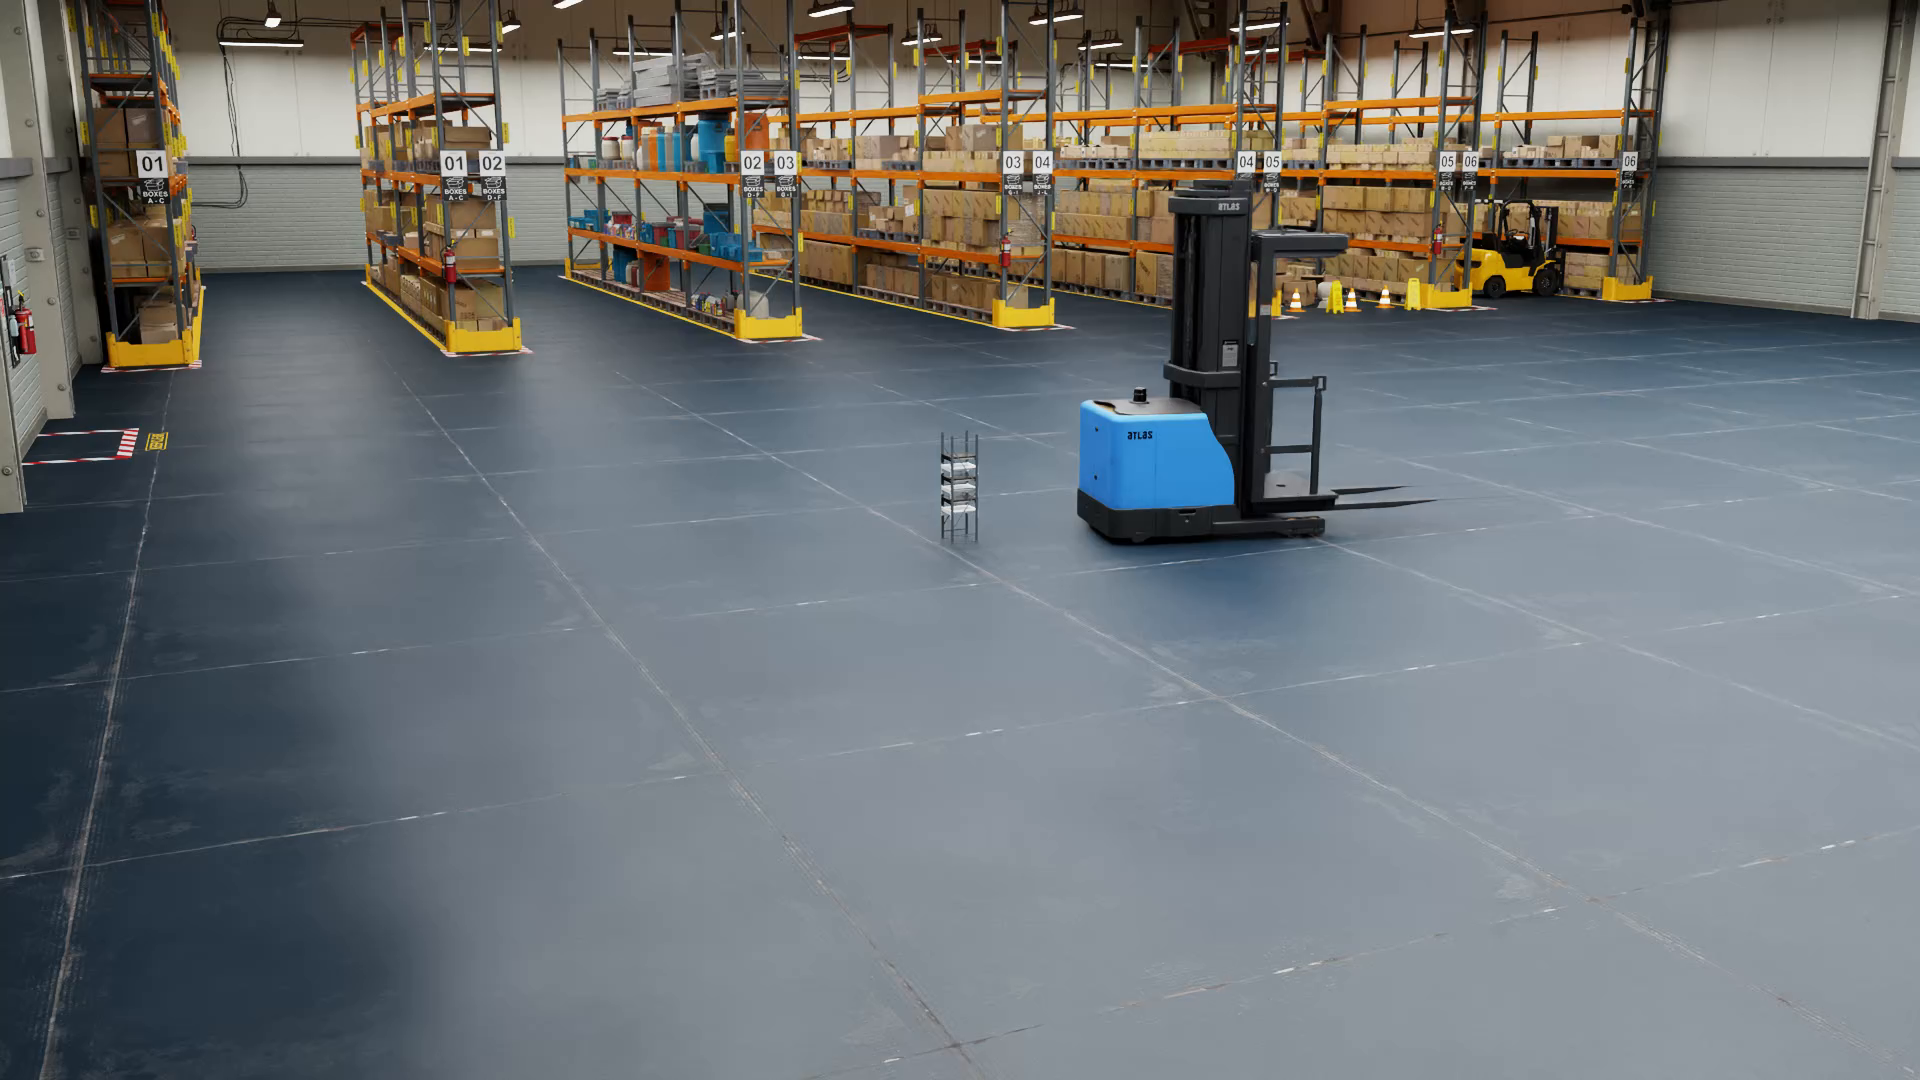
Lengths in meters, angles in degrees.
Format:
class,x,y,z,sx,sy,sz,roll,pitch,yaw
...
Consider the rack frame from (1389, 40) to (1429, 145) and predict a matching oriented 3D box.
class,x,y,z,sx,sy,sz,roll,pitch,yaw
rack frame,11.649,-11.415,43.234,1.000,3.000,0.127,-6,14,-23

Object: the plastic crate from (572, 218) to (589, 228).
class,x,y,z,sx,sy,sz,roll,pitch,yaw
plastic crate,-9.660,-8.084,42.386,0.416,0.233,0.300,-6,14,-23

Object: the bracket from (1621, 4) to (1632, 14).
class,x,y,z,sx,sy,sz,roll,pitch,yaw
bracket,14.909,-11.795,36.892,0.235,0.232,0.430,-6,14,-23

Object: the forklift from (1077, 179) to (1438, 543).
class,x,y,z,sx,sy,sz,roll,pitch,yaw
forklift,2.594,-1.556,14.094,3.031,2.935,1.130,-3,13,-13

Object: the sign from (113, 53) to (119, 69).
class,x,y,z,sx,sy,sz,roll,pitch,yaw
sign,-17.714,-10.042,34.880,0.100,0.325,0.005,-6,14,-23

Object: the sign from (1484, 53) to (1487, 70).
class,x,y,z,sx,sy,sz,roll,pitch,yaw
sign,10.804,-9.856,34.249,0.100,0.325,0.005,-6,14,-23

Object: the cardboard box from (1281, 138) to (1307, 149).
class,x,y,z,sx,sy,sz,roll,pitch,yaw
cardboard box,7.926,-9.370,39.344,0.500,0.250,0.500,-5,14,-22

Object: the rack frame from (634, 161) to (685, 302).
class,x,y,z,sx,sy,sz,roll,pitch,yaw
rack frame,-6.516,-6.701,36.169,1.000,3.000,0.127,-6,14,-23

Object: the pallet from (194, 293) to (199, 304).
class,x,y,z,sx,sy,sz,roll,pitch,yaw
pallet,-16.818,-5.121,35.529,1.003,0.211,1.213,-6,14,-23

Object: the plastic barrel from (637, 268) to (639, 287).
class,x,y,z,sx,sy,sz,roll,pitch,yaw
plastic barrel,-7.036,-5.901,37.302,0.421,0.512,0.421,0,13,0

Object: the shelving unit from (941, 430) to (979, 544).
class,x,y,z,sx,sy,sz,roll,pitch,yaw
shelving unit,-0.003,-0.440,13.776,0.258,0.900,0.210,-6,14,-23

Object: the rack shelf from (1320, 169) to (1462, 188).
class,x,y,z,sx,sy,sz,roll,pitch,yaw
rack shelf,9.506,-7.914,36.357,1.077,0.370,4.000,-6,14,-23

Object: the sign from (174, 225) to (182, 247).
class,x,y,z,sx,sy,sz,roll,pitch,yaw
sign,-11.892,-4.624,25.276,0.100,0.325,0.005,-6,14,-23

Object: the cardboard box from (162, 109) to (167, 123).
class,x,y,z,sx,sy,sz,roll,pitch,yaw
cardboard box,-12.476,-6.370,25.603,0.500,0.500,0.500,-6,14,-24

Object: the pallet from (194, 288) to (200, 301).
class,x,y,z,sx,sy,sz,roll,pitch,yaw
pallet,-17.429,-5.438,36.898,1.003,0.211,1.213,-6,14,-23

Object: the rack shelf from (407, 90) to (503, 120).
class,x,y,z,sx,sy,sz,roll,pitch,yaw
rack shelf,-8.653,-7.392,28.333,1.077,0.370,4.000,-6,14,-23

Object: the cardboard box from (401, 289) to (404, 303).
class,x,y,z,sx,sy,sz,roll,pitch,yaw
cardboard box,-11.116,-4.984,33.920,0.500,0.250,0.500,-6,14,-23

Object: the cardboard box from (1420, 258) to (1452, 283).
class,x,y,z,sx,sy,sz,roll,pitch,yaw
cardboard box,10.227,-5.817,35.856,0.500,0.500,0.500,-6,14,-25

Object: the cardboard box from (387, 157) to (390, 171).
class,x,y,z,sx,sy,sz,roll,pitch,yaw
cardboard box,-11.466,-7.957,34.722,0.910,0.500,0.500,-6,14,-23

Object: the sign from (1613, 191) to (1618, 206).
class,x,y,z,sx,sy,sz,roll,pitch,yaw
sign,14.350,-7.473,36.412,0.100,0.325,0.005,-6,14,-23

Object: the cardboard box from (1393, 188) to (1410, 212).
class,x,y,z,sx,sy,sz,roll,pitch,yaw
cardboard box,9.706,-7.262,35.496,0.700,0.500,0.500,-5,14,-22

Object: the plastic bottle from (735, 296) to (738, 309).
class,x,y,z,sx,sy,sz,roll,pitch,yaw
plastic bottle,-4.269,-4.537,31.870,0.061,0.283,0.133,-6,14,-23

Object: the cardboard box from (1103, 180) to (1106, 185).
class,x,y,z,sx,sy,sz,roll,pitch,yaw
cardboard box,4.292,-10.180,47.325,0.380,0.149,0.250,-5,14,-22

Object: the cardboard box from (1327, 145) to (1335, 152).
class,x,y,z,sx,sy,sz,roll,pitch,yaw
cardboard box,8.531,-8.850,37.591,0.380,0.149,0.250,-6,14,-24

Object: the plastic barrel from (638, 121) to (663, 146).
class,x,y,z,sx,sy,sz,roll,pitch,yaw
plastic barrel,-6.741,-8.693,36.243,0.600,0.830,0.708,-6,14,-23

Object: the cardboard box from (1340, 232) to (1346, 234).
class,x,y,z,sx,sy,sz,roll,pitch,yaw
cardboard box,8.820,-6.901,37.591,0.380,0.149,0.250,-6,14,-23

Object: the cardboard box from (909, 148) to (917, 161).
class,x,y,z,sx,sy,sz,roll,pitch,yaw
cardboard box,-0.844,-8.107,34.961,0.396,0.266,0.258,-5,14,-21

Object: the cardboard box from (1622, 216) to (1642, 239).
class,x,y,z,sx,sy,sz,roll,pitch,yaw
cardboard box,14.909,-7.016,37.308,0.500,0.500,0.500,-5,14,-21

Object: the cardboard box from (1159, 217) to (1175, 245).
class,x,y,z,sx,sy,sz,roll,pitch,yaw
cardboard box,4.718,-6.513,35.025,0.875,0.550,0.550,-6,14,-23

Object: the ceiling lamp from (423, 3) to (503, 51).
class,x,y,z,sx,sy,sz,roll,pitch,yaw
ceiling lamp,-13.042,-14.453,43.415,2.000,3.185,0.800,-6,14,-23

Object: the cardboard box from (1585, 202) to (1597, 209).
class,x,y,z,sx,sy,sz,roll,pitch,yaw
cardboard box,14.260,-7.504,37.320,0.380,0.149,0.250,-5,14,-22

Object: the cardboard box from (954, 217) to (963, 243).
class,x,y,z,sx,sy,sz,roll,pitch,yaw
cardboard box,0.371,-6.109,32.732,0.875,0.500,0.500,-6,14,-23

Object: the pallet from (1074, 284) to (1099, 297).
class,x,y,z,sx,sy,sz,roll,pitch,yaw
pallet,3.339,-5.795,38.442,1.003,0.211,1.213,-6,14,-23

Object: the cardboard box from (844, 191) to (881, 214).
class,x,y,z,sx,sy,sz,roll,pitch,yaw
cardboard box,-2.256,-7.838,38.637,0.797,0.503,0.637,-5,14,-21

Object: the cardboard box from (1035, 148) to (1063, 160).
class,x,y,z,sx,sy,sz,roll,pitch,yaw
cardboard box,2.145,-9.180,40.009,0.500,0.500,0.500,-6,14,-23

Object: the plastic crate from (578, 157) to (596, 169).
class,x,y,z,sx,sy,sz,roll,pitch,yaw
plastic crate,-9.116,-9.271,40.887,0.437,0.282,0.530,-6,14,-23

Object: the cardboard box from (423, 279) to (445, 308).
class,x,y,z,sx,sy,sz,roll,pitch,yaw
cardboard box,-9.348,-4.431,29.868,0.500,0.500,0.500,-6,14,-23

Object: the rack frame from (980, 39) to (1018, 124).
class,x,y,z,sx,sy,sz,roll,pitch,yaw
rack frame,1.005,-11.324,42.842,1.000,3.000,0.127,-6,14,-23

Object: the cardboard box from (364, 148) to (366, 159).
class,x,y,z,sx,sy,sz,roll,pitch,yaw
cardboard box,-13.894,-9.202,39.550,0.500,0.250,0.500,-6,14,-23

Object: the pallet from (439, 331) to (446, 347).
class,x,y,z,sx,sy,sz,roll,pitch,yaw
pallet,-8.197,-3.397,28.079,1.003,0.211,1.213,-6,14,-23

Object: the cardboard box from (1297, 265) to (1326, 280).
class,x,y,z,sx,sy,sz,roll,pitch,yaw
cardboard box,8.492,-6.249,39.115,0.950,0.372,0.625,-5,14,-22

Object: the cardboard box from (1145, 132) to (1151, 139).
class,x,y,z,sx,sy,sz,roll,pitch,yaw
cardboard box,4.147,-8.571,35.234,0.380,0.149,0.250,-6,14,-23

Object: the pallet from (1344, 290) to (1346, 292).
class,x,y,z,sx,sy,sz,roll,pitch,yaw
pallet,8.391,-6.019,39.408,1.003,0.211,1.213,-6,14,-23

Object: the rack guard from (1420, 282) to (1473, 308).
class,x,y,z,sx,sy,sz,roll,pitch,yaw
rack guard,10.276,-5.188,35.178,1.175,0.500,0.348,-6,14,-23

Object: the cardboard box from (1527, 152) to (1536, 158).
class,x,y,z,sx,sy,sz,roll,pitch,yaw
cardboard box,13.460,-8.979,38.766,0.380,0.149,0.250,-5,14,-21

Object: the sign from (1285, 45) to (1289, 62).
class,x,y,z,sx,sy,sz,roll,pitch,yaw
sign,6.323,-9.426,32.218,0.100,0.325,0.005,-6,14,-23

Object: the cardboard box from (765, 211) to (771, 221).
class,x,y,z,sx,sy,sz,roll,pitch,yaw
cardboard box,-4.826,-8.538,43.782,0.500,0.250,0.500,-6,14,-25

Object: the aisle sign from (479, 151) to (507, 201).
class,x,y,z,sx,sy,sz,roll,pitch,yaw
aisle sign,-7.545,-5.882,26.866,0.394,0.787,0.004,-6,14,-23

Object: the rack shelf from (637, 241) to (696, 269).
class,x,y,z,sx,sy,sz,roll,pitch,yaw
rack shelf,-5.715,-5.937,34.465,1.077,0.370,4.000,-6,14,-23

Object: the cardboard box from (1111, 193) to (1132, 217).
class,x,y,z,sx,sy,sz,roll,pitch,yaw
cardboard box,3.797,-7.493,37.152,0.700,0.500,0.500,-6,14,-24

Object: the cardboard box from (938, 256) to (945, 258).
class,x,y,z,sx,sy,sz,roll,pitch,yaw
cardboard box,-0.383,-7.890,46.040,0.380,0.149,0.250,-5,14,-21

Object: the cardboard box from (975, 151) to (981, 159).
class,x,y,z,sx,sy,sz,roll,pitch,yaw
cardboard box,0.500,-7.268,31.415,0.380,0.149,0.250,-6,14,-23
